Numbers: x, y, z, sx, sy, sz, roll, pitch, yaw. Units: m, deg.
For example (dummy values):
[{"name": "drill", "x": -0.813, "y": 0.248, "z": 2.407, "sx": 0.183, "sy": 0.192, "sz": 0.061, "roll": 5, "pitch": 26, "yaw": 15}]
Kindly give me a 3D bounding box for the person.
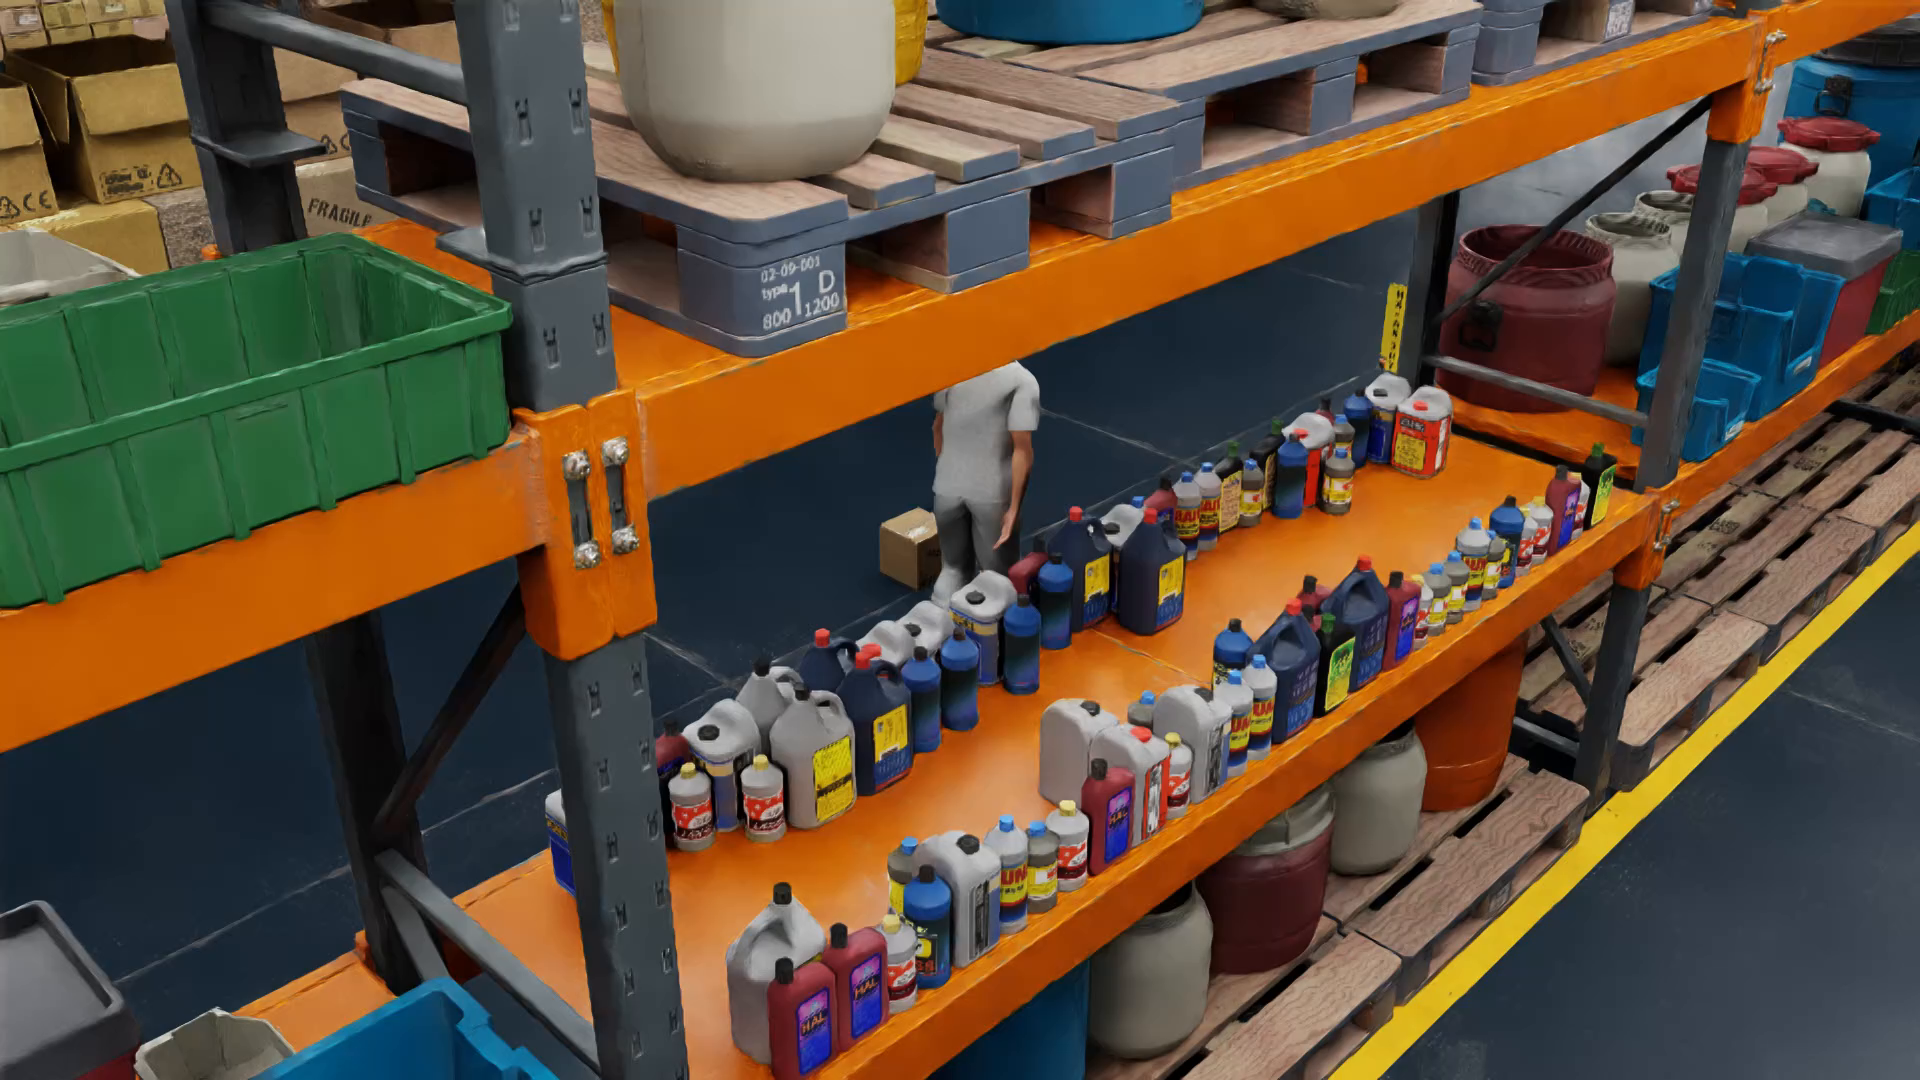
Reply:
[{"name": "person", "x": 0.063, "y": -0.129, "z": 6.393, "sx": 0.452, "sy": 1.650, "sz": 0.615, "roll": 12, "pitch": 30, "yaw": 21}]
